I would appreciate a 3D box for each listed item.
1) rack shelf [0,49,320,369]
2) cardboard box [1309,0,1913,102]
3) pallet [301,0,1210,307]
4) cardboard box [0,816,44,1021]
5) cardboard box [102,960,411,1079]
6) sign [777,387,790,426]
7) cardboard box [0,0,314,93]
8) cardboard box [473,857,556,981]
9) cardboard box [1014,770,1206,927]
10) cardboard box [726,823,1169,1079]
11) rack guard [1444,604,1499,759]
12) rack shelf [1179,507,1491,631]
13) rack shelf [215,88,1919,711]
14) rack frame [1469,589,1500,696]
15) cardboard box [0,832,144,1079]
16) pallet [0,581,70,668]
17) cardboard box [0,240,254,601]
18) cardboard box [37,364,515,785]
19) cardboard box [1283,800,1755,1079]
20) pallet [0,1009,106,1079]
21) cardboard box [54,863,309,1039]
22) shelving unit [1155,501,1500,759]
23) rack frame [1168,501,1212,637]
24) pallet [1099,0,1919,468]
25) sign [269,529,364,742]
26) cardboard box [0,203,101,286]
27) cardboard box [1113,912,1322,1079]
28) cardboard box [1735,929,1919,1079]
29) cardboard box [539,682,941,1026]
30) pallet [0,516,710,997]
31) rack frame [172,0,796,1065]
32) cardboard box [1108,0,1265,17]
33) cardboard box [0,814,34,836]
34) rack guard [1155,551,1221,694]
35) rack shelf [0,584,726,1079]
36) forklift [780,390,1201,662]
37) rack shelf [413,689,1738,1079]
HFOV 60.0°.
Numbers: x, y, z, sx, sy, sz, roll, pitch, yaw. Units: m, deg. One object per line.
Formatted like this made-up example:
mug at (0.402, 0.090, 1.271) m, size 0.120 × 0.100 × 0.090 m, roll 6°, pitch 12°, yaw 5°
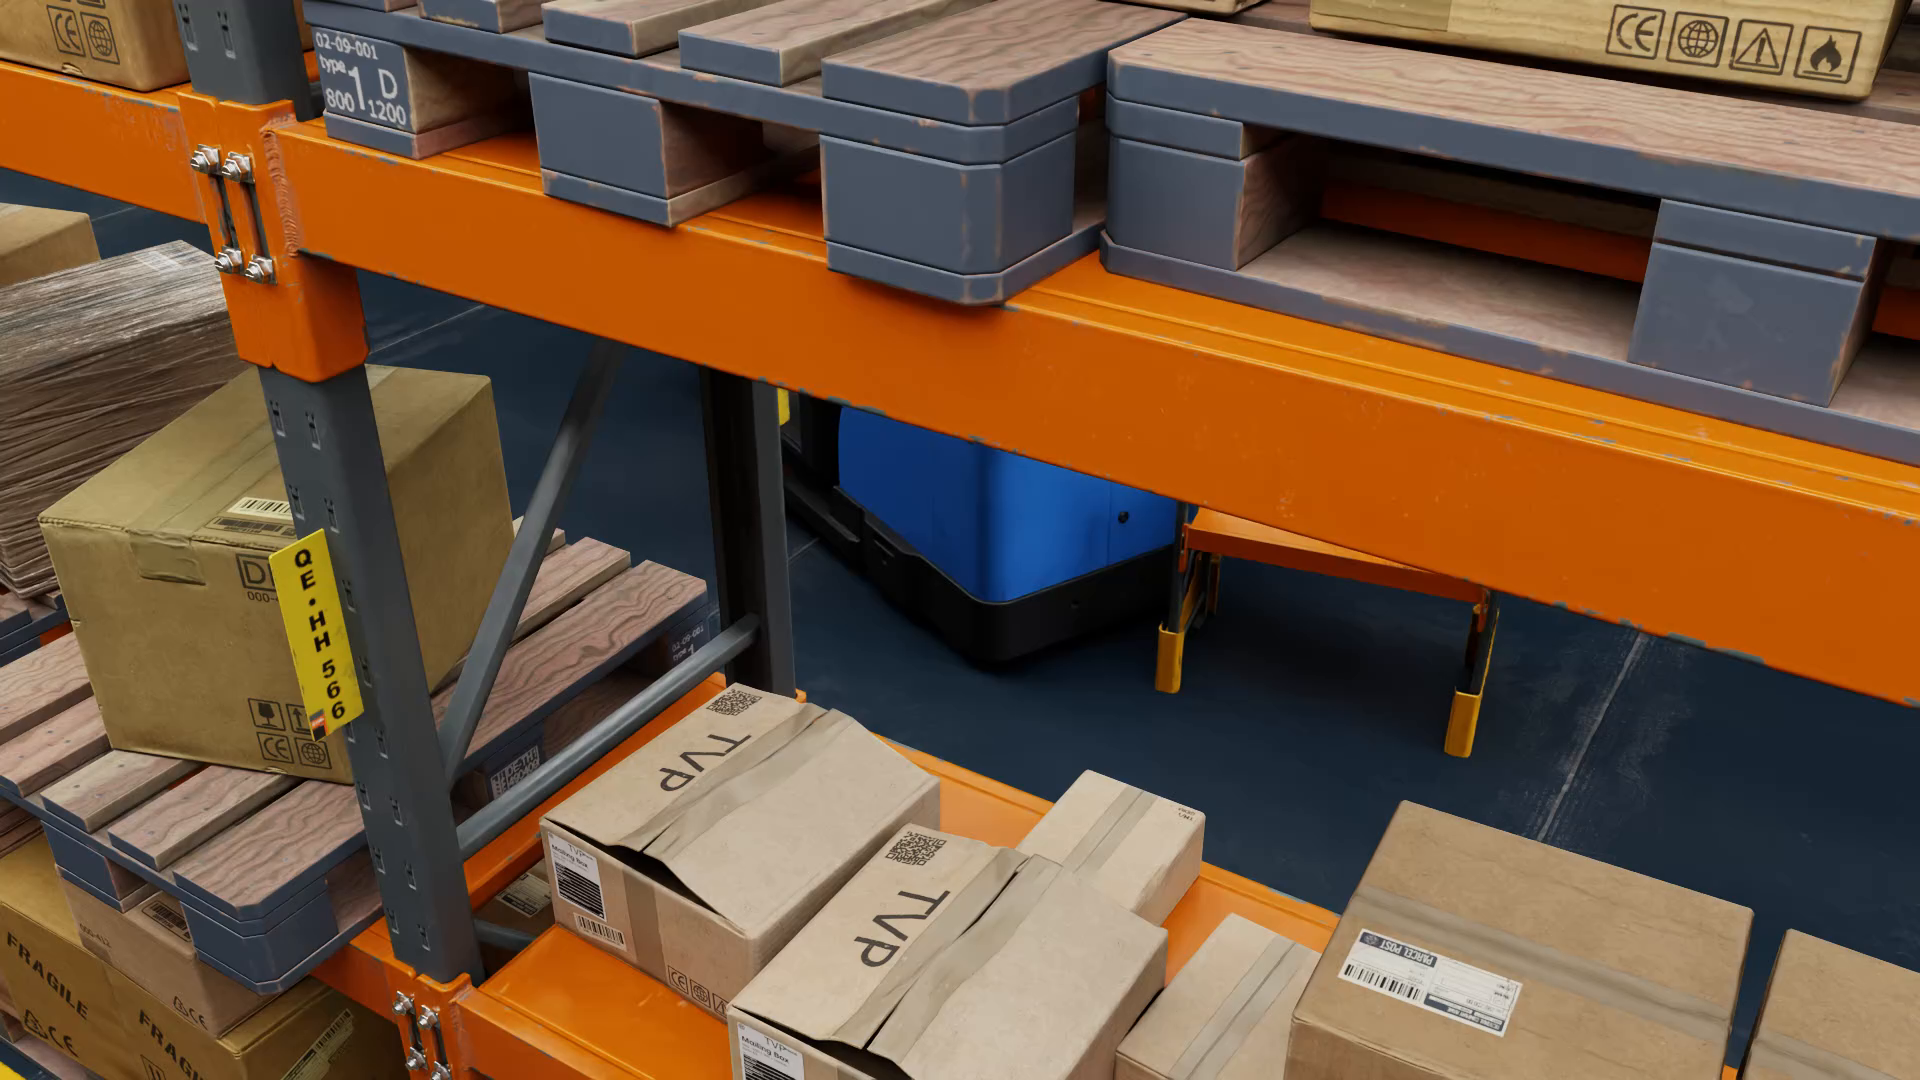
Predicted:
rack shelf at (-2.359, -1.146, 3.475) m, size 4.000 × 0.370 × 1.077 m, roll 18°, pitch 35°, yaw 27°
cardboard box at (0.681, -0.649, 1.641) m, size 0.500 × 0.250 × 0.500 m, roll 17°, pitch 34°, yaw 26°
pallet at (-0.043, -0.696, 2.176) m, size 1.003 × 0.211 × 1.213 m, roll 19°, pitch 35°, yaw 30°
cardboard box at (-2.468, 0.837, 4.382) m, size 0.500 × 0.500 × 0.500 m, roll 16°, pitch 34°, yaw 26°
cardboard box at (-1.582, 1.114, 3.908) m, size 0.500 × 0.500 × 0.500 m, roll 19°, pitch 35°, yaw 29°
sign at (-0.373, -0.363, 3.247) m, size 0.005 × 0.325 × 0.100 m, roll 18°, pitch 35°, yaw 27°
cardboard box at (-1.052, -1.067, 2.525) m, size 0.500 × 0.500 × 0.910 m, roll 18°, pitch 35°, yaw 27°
cardboard box at (-0.898, 1.021, 4.068) m, size 0.500 × 0.500 × 0.500 m, roll 19°, pitch 35°, yaw 29°
cardboard box at (0.244, 0.606, 2.983) m, size 0.250 × 0.149 × 0.380 m, roll 18°, pitch 35°, yaw 27°
cardboard box at (-0.010, 0.736, 2.601) m, size 0.500 × 0.311 × 0.500 m, roll 17°, pitch 34°, yaw 27°
rack guard at (1.752, 0.474, 5.690) m, size 0.087 × 0.250 × 0.587 m, roll 11°, pitch 32°, yaw 18°
rack shelf at (1.297, -0.001, 5.620) m, size 1.000 × 0.185 × 0.538 m, roll 11°, pitch 32°, yaw 18°
rack shelf at (1.029, -0.074, 1.638) m, size 4.000 × 0.370 × 1.077 m, roll 18°, pitch 35°, yaw 27°
rack frame at (1.770, -0.062, 5.369) m, size 0.032 × 1.500 × 0.500 m, roll 11°, pitch 32°, yaw 18°
cardboard box at (-2.020, 0.975, 4.145) m, size 0.500 × 0.500 × 0.500 m, roll 16°, pitch 34°, yaw 26°
pallet at (-2.314, -0.061, 4.069) m, size 1.213 × 0.211 × 1.003 m, roll 18°, pitch 35°, yaw 27°
cardboard box at (-1.931, -0.297, 3.766) m, size 0.500 × 0.500 × 0.700 m, roll 25°, pitch 39°, yaw 36°
cardboard box at (-1.258, 0.030, 3.207) m, size 0.500 × 0.500 × 0.700 m, roll 6°, pitch 31°, yaw 11°
cardboard box at (0.765, 0.774, 2.347) m, size 0.500 × 0.500 × 0.500 m, roll 16°, pitch 34°, yaw 25°
pallet at (-2.306, 1.036, 4.765) m, size 1.213 × 0.211 × 1.003 m, roll 18°, pitch 35°, yaw 27°
cardboard box at (-1.632, 0.777, 3.741) m, size 0.500 × 0.250 × 0.500 m, roll 19°, pitch 35°, yaw 29°
shelving unit at (1.289, -0.158, 5.532) m, size 1.083 × 1.500 × 0.587 m, roll 11°, pitch 32°, yaw 18°
rack frame at (0.824, -0.250, 5.690) m, size 0.032 × 1.500 × 0.500 m, roll 11°, pitch 32°, yaw 18°
pallet at (0.906, -0.397, 1.665) m, size 1.213 × 0.211 × 1.003 m, roll 19°, pitch 35°, yaw 30°
sign at (-0.945, 0.143, 2.458) m, size 0.005 × 0.325 × 0.100 m, roll 18°, pitch 35°, yaw 27°
cardboard box at (-2.524, -0.474, 4.070) m, size 0.500 × 0.500 × 0.700 m, roll 9°, pitch 31°, yaw 15°
cardboard box at (0.445, 0.801, 2.650) m, size 0.250 × 0.149 × 0.380 m, roll 20°, pitch 36°, yaw 31°
cardboard box at (1.211, 0.915, 2.105) m, size 0.500 × 0.500 × 0.500 m, roll 18°, pitch 35°, yaw 27°
cardboard box at (-0.380, 0.529, 2.954) m, size 0.500 × 0.311 × 0.500 m, roll 20°, pitch 36°, yaw 30°
pallet at (-1.276, 0.306, 3.439) m, size 1.003 × 0.211 × 1.213 m, roll 18°, pitch 35°, yaw 27°
rack frame at (-0.667, 0.376, 3.128) m, size 0.053 × 2.616 × 0.949 m, roll 18°, pitch 35°, yaw 27°
cardboard box at (0.203, -0.807, 1.912) m, size 0.500 × 0.250 × 0.500 m, roll 19°, pitch 35°, yaw 29°
cardboard box at (-2.500, 0.505, 4.208) m, size 0.500 × 0.250 × 0.500 m, roll 17°, pitch 34°, yaw 26°
rack guard at (0.825, 0.290, 6.004) m, size 0.087 × 0.250 × 0.587 m, roll 11°, pitch 32°, yaw 18°
rack shelf at (-2.359, 0.150, 4.230) m, size 4.000 × 0.370 × 1.077 m, roll 18°, pitch 35°, yaw 27°
forklift at (-0.287, -1.537, 6.476) m, size 1.130 × 2.935 × 3.031 m, roll -18°, pitch 35°, yaw -28°
rack shelf at (1.029, 1.221, 2.394) m, size 4.000 × 0.370 × 1.077 m, roll 18°, pitch 35°, yaw 27°
